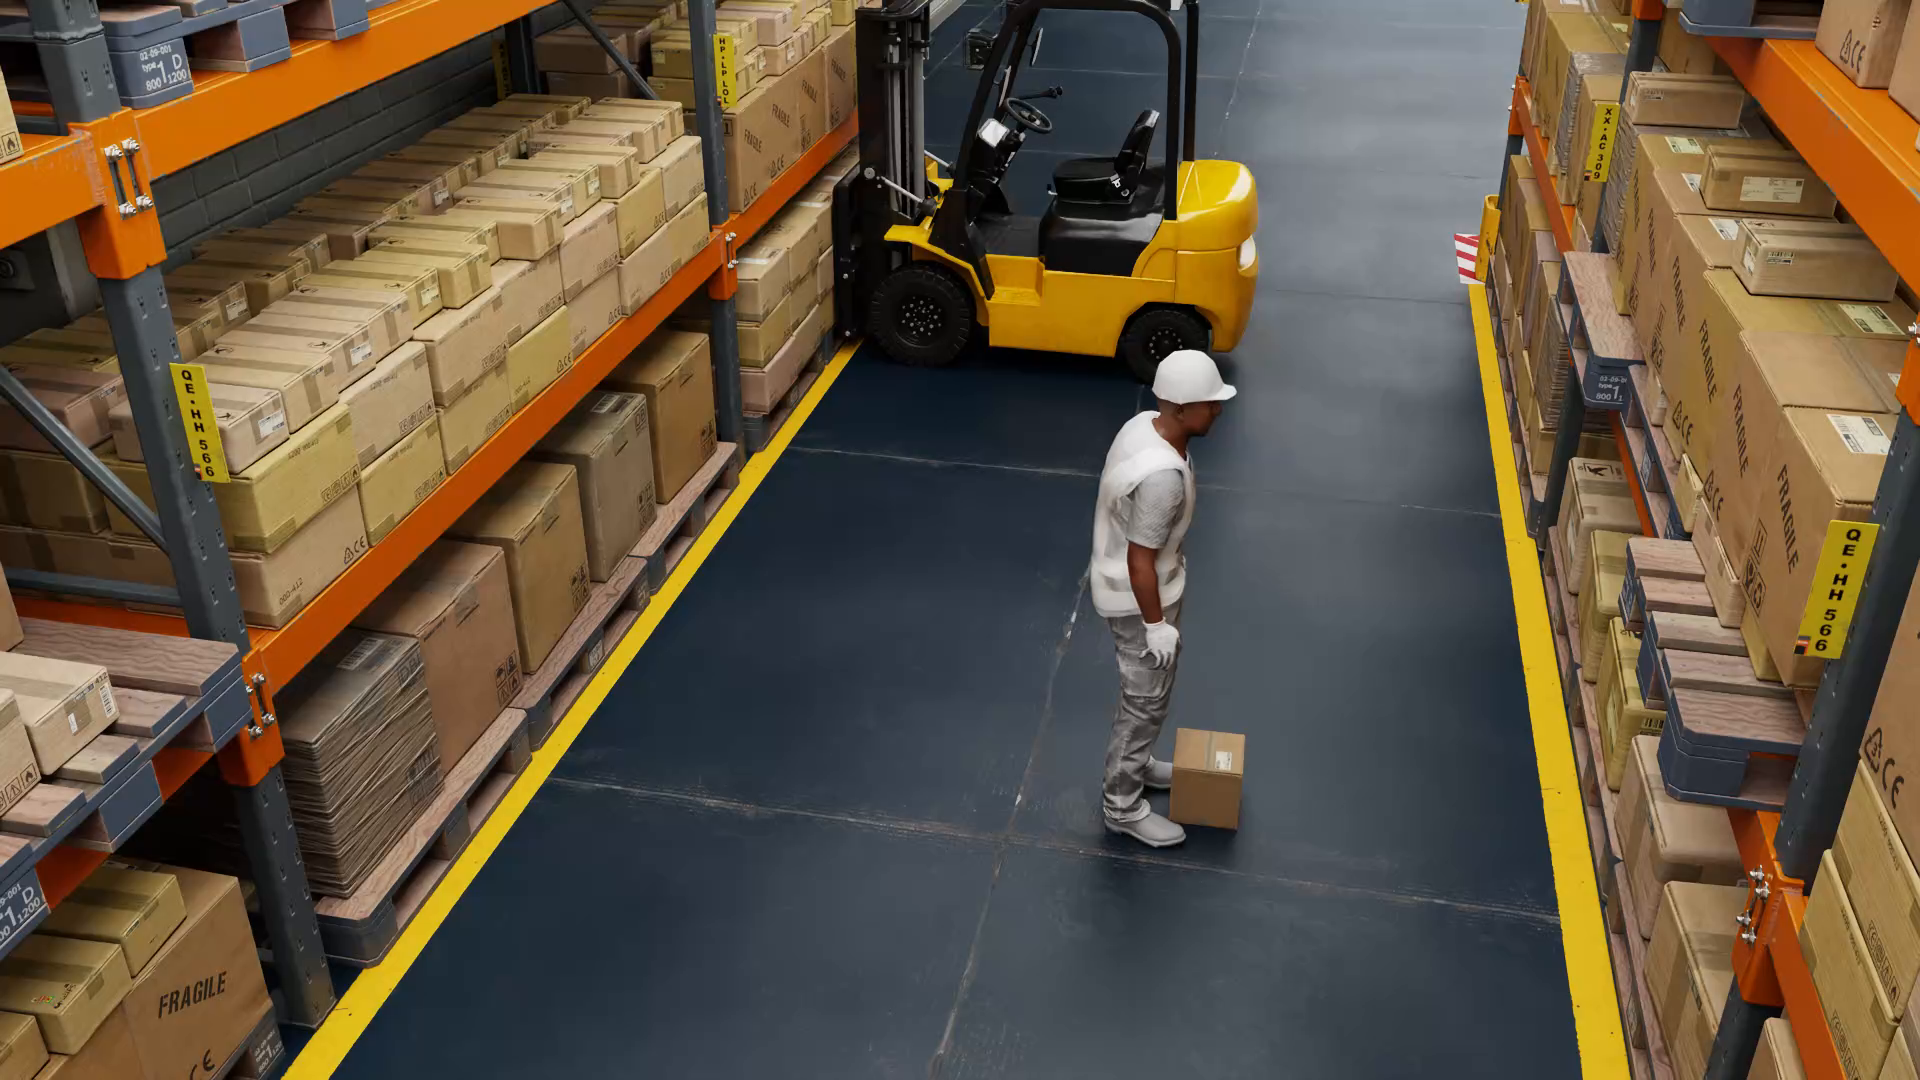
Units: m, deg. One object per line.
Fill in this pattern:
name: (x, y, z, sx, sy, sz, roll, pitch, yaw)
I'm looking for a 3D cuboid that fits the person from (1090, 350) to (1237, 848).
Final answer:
person: (0.676, 0.181, 5.779, 0.445, 1.775, 0.629, 4, 29, 8)
